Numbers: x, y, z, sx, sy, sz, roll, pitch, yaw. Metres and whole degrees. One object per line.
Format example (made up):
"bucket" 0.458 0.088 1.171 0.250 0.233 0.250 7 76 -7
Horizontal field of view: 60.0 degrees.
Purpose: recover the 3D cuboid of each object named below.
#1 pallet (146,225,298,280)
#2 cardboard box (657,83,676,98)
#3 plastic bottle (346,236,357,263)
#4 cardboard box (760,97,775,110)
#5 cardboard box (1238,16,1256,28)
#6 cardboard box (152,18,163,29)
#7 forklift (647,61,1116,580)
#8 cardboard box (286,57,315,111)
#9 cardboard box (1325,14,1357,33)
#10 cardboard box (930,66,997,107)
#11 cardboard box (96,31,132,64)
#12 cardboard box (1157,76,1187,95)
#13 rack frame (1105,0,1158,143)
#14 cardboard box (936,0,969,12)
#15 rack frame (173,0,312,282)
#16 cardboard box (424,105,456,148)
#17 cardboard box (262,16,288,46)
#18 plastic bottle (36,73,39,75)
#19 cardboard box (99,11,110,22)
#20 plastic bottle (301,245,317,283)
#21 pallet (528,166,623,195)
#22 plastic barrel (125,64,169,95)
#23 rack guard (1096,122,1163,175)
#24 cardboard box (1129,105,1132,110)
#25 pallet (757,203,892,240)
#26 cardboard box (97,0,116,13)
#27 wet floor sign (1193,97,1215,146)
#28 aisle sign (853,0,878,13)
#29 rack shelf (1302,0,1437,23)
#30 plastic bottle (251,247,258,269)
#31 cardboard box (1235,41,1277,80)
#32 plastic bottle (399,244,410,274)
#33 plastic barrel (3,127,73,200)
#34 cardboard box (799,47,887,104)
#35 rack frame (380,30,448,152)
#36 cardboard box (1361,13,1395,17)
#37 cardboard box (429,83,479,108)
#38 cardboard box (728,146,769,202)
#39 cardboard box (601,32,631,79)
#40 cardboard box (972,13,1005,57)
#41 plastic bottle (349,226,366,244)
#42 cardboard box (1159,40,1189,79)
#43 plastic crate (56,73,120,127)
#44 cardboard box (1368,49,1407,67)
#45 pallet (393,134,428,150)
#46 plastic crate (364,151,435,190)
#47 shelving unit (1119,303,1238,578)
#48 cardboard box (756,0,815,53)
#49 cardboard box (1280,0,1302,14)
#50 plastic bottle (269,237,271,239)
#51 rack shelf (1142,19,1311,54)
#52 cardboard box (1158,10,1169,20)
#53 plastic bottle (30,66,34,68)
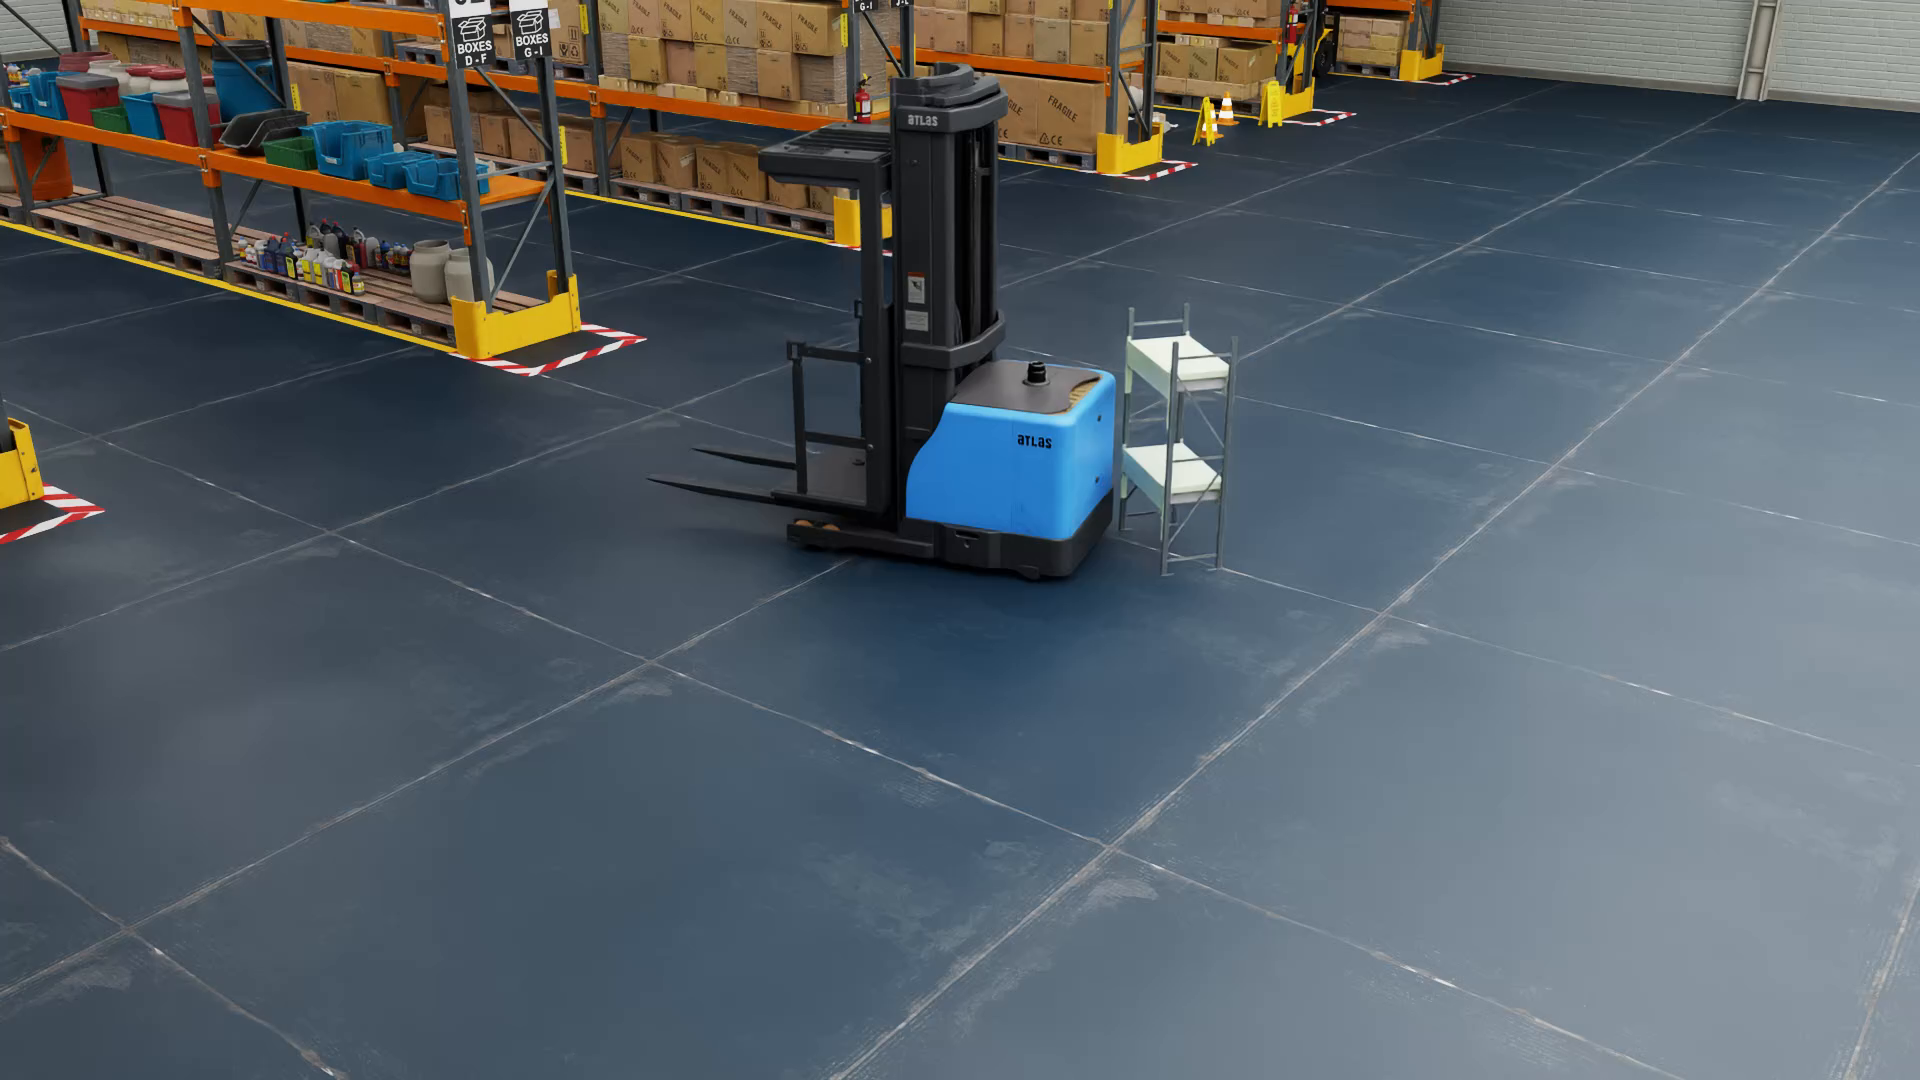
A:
"pallet" -7.662 -3.005 17.309 1.213 0.211 1.003 17 29 33
"cardboard box" -3.259 -5.191 19.123 0.250 0.149 0.380 17 29 33
"plastic bottle" -5.952 -2.836 16.289 0.133 0.283 0.061 17 29 33
"cardboard box" -1.988 -4.866 18.385 0.250 0.149 0.380 17 29 33
"cardboard box" 4.407 -7.864 25.190 0.250 0.149 0.380 16 29 33
"cardboard box" -11.911 -7.800 25.045 0.250 0.149 0.380 16 29 32
"forklift" -0.572 -1.458 10.425 3.031 2.935 1.130 9 25 19
"cardboard box" -9.202 -6.492 23.879 0.875 0.875 1.225 16 28 32
"cardboard box" 6.701 -9.177 29.508 0.500 0.250 0.500 17 29 34
"cardboard box" 0.200 -6.106 23.003 0.875 0.875 0.875 17 29 34
"cardboard box" -13.082 -7.695 26.608 0.875 0.875 0.875 17 29 33
"cardboard box" 3.464 -7.227 26.322 0.500 0.250 0.500 16 28 31
"rack frame" 2.216 -6.311 21.353 0.127 3.000 1.000 17 29 33
"cardboard box" 0.149 -7.470 22.459 0.550 0.550 0.875 17 29 33
"rack frame" -7.011 -4.104 16.344 0.127 3.000 1.000 17 29 33
"cardboard box" -6.693 -5.571 22.229 0.500 0.500 0.700 15 28 31
"cardboard box" -9.421 -7.248 23.356 0.500 0.500 0.500 16 28 32
"plastic bottle" -10.455 -5.174 18.928 0.135 0.276 0.152 17 29 33
"cardboard box" -13.145 -8.173 25.892 0.250 0.149 0.380 16 28 32
"plastic bottle" -6.123 -2.616 15.706 0.185 0.351 0.144 17 29 33
"pallet" -4.664 -4.614 20.960 1.213 0.211 1.003 17 29 33
"plastic barrel" -8.578 -4.750 17.643 0.433 0.535 0.433 0 24 0
"rack guard" 2.235 -5.161 21.843 0.348 0.500 1.175 17 29 33
"cardboard box" 2.180 -6.398 24.646 0.637 0.503 0.797 -1 24 -3
"pallet" -1.529 -3.685 18.852 1.213 0.211 1.003 17 29 33
"cardboard box" -13.001 -8.345 25.786 0.500 0.250 0.500 16 29 33
"wet floor sign" 3.427 -5.865 23.261 0.232 0.644 0.267 12 26 24
"aisle sign" -0.970 -5.813 16.998 0.004 0.787 0.394 17 29 33
"rack shelf" 6.478 -9.689 29.912 4.000 0.370 1.077 17 29 33
"plastic bottle" -6.856 -2.757 16.213 0.097 0.201 0.097 0 24 0
"cardboard box" 4.605 -7.499 26.009 0.500 0.500 0.500 16 28 32
"plastic bottle" -5.348 -2.711 16.022 0.097 0.271 0.097 0 24 0
"plastic barrel" -10.613 -4.383 19.149 0.708 0.830 0.600 17 29 33
"cardboard box" -1.263 -5.059 18.018 0.500 0.500 0.875 17 29 33
"rack frame" -7.241 -6.669 22.167 0.127 3.000 1.000 17 29 33
"cardboard box" 7.405 -9.223 29.612 0.500 0.250 0.500 17 29 33
"cardboard box" -6.687 -5.918 22.085 0.500 0.250 0.500 18 30 35
"cardboard box" -2.318 -4.231 19.211 0.500 0.500 0.500 20 31 38
"cardboard box" -3.717 -5.755 19.599 0.500 0.500 0.875 17 29 33
"cardboard box" 0.617 -6.871 22.439 0.500 0.550 0.875 17 29 33
"plastic bottle" -5.911 -2.906 16.365 0.185 0.351 0.144 17 29 33
"cardboard box" 3.487 -7.568 26.166 0.500 0.500 0.500 16 28 32
"plastic crate" -9.102 -4.611 17.416 0.583 0.464 0.402 17 29 33
"cardboard box" 7.512 -8.480 29.166 0.500 0.250 0.500 17 29 34
"pallet" -7.827 -5.608 23.217 1.213 0.211 1.003 17 29 33
"plastic crate" -4.906 -3.252 14.595 0.408 0.251 0.499 17 29 33
"shelving unit" 1.331 -0.623 10.304 0.431 1.500 0.755 -6 25 -14
"cardboard box" -1.831 -5.547 17.885 0.500 0.500 0.500 17 29 33
"cardboard box" 4.891 -8.318 25.416 0.500 0.500 0.500 16 29 33
"plastic bottle" -6.680 -2.809 16.228 0.133 0.283 0.061 17 29 33
"rack shelf" 3.504 -8.087 26.275 4.000 0.370 1.077 17 29 33
"cardboard box" 3.199 -8.241 26.044 0.250 0.149 0.380 17 29 33
"plastic bottle" -10.814 -5.386 19.398 0.133 0.283 0.061 17 29 33
